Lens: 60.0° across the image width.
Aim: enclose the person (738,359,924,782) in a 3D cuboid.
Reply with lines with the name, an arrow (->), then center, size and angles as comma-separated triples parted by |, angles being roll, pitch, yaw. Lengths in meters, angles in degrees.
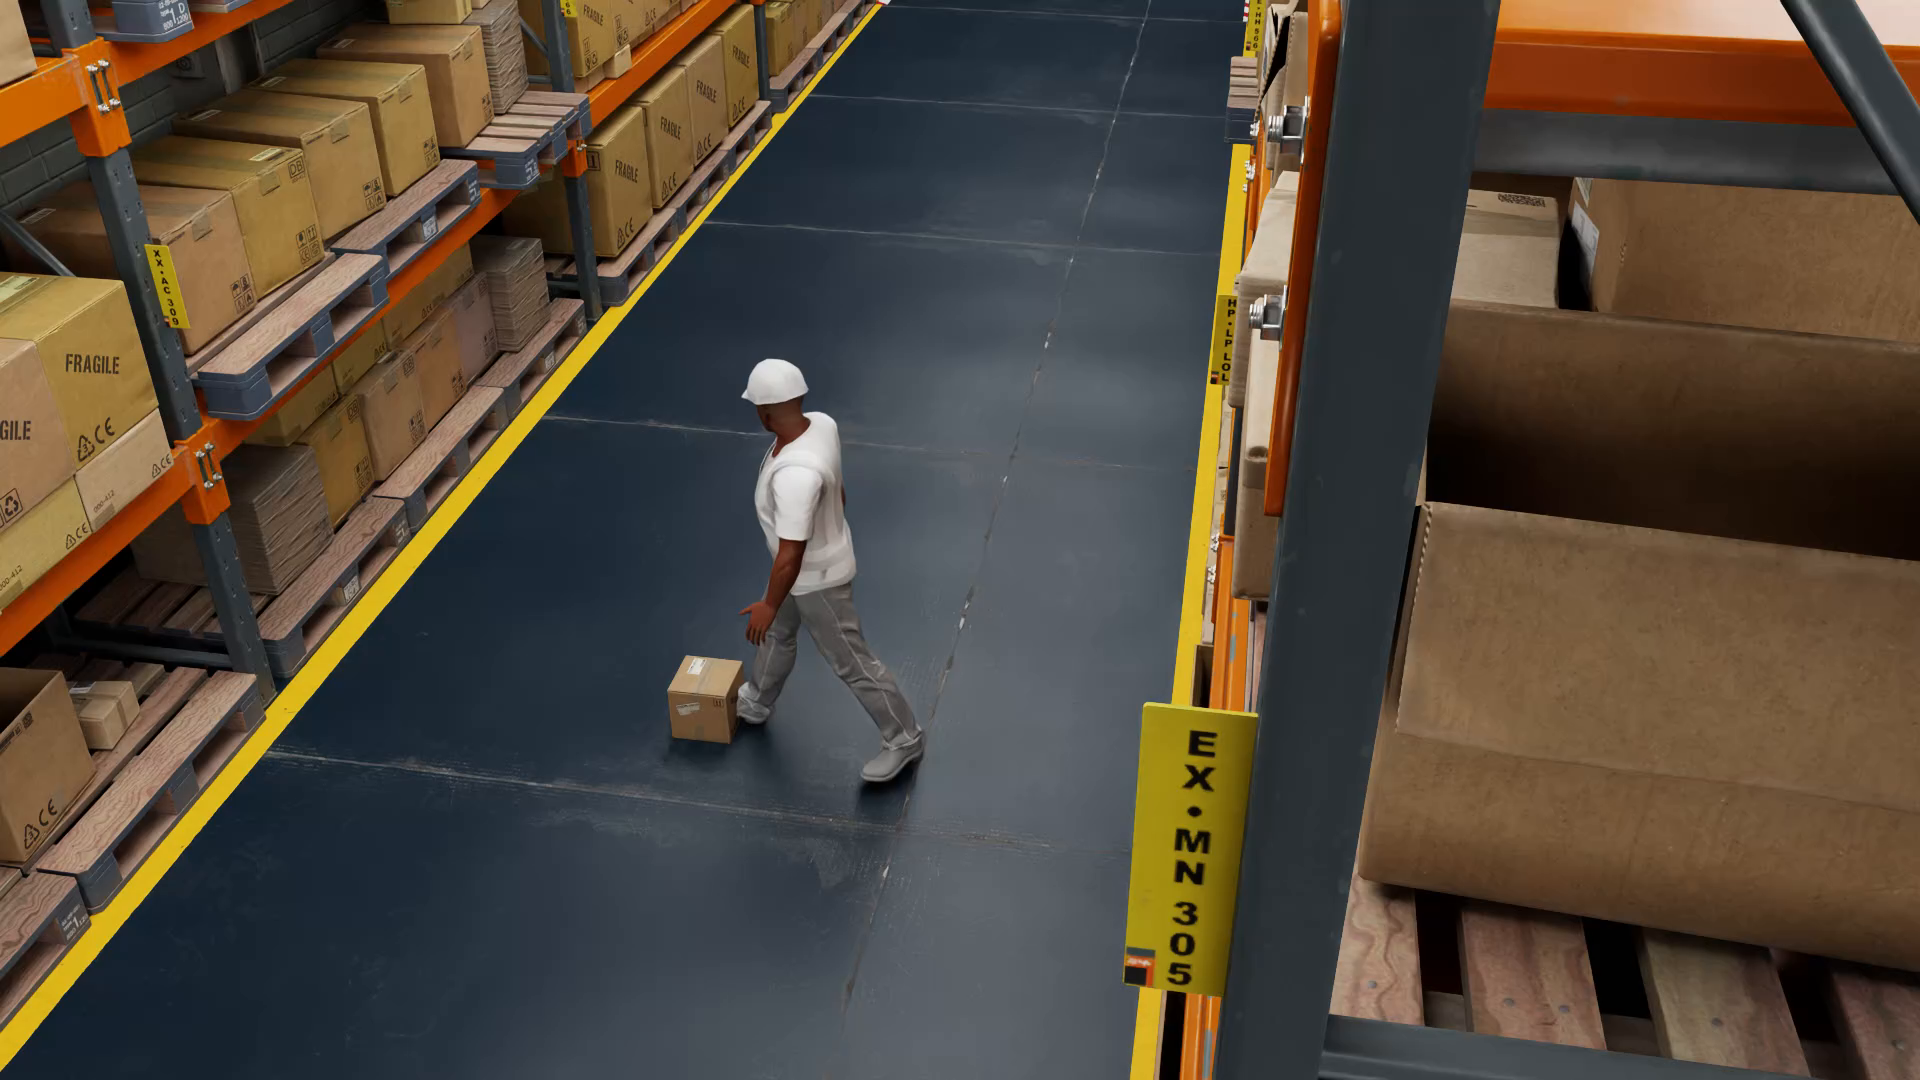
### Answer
person -> -0.622, 0.117, 6.446 | 0.918, 1.737, 0.659 | -3, 32, -5
